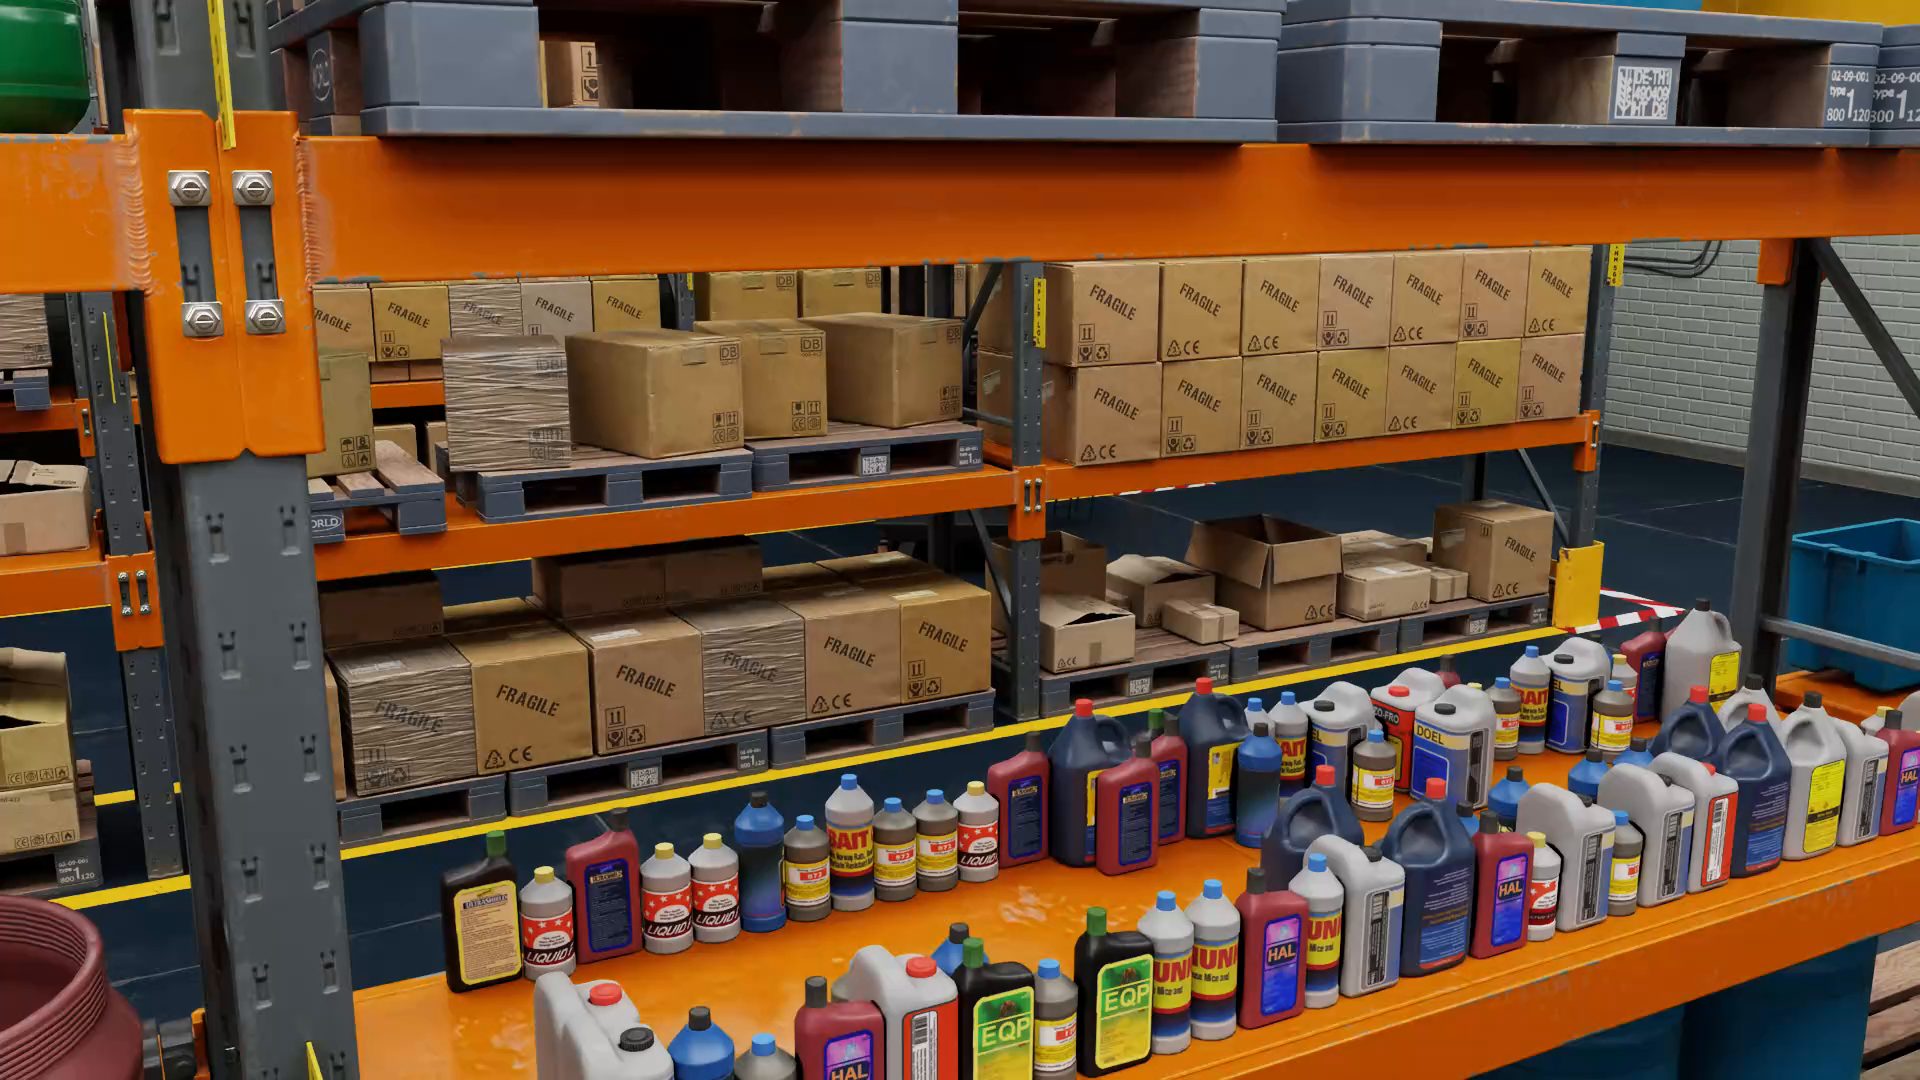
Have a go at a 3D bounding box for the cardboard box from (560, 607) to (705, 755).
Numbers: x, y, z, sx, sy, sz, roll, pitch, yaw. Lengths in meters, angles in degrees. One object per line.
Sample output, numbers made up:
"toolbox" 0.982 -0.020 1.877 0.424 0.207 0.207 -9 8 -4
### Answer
"cardboard box" -1.506 0.637 7.639 0.500 0.500 0.500 -7 15 -30

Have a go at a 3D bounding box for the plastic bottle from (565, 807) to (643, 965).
"plastic bottle" -0.675 0.651 3.149 0.133 0.283 0.061 -7 14 -28

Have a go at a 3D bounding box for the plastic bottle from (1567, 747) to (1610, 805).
"plastic bottle" 1.335 0.573 3.525 0.097 0.271 0.097 0 13 0

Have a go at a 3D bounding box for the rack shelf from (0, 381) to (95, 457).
"rack shelf" -7.530 -0.604 10.101 4.000 0.370 1.077 -7 14 -28

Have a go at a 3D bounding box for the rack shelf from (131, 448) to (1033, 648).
"rack shelf" -1.642 -0.071 7.731 4.000 0.370 1.077 -7 14 -28

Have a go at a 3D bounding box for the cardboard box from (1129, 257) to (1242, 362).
"cardboard box" 1.114 -1.219 8.687 0.500 0.500 0.500 -7 15 -30

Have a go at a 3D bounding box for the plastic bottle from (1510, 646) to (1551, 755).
"plastic bottle" 1.458 0.406 4.265 0.097 0.271 0.097 0 13 0

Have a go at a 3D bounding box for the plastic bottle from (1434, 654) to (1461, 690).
"plastic bottle" 1.177 0.429 4.135 0.133 0.283 0.061 -7 14 -28

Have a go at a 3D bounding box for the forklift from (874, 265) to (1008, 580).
"forklift" -0.030 -1.293 11.677 1.130 2.935 3.031 1 13 3

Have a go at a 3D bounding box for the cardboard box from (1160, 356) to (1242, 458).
"cardboard box" 1.139 -0.737 8.823 0.500 0.500 0.500 -7 14 -27

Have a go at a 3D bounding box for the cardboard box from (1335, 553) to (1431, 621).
"cardboard box" 2.417 0.273 9.827 0.500 0.250 0.500 -7 14 -28

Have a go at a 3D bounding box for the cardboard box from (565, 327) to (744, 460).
"cardboard box" -1.408 -0.688 7.651 0.500 0.500 0.700 -12 17 -42

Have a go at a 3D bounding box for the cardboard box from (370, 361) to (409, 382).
"cardboard box" -4.034 -1.206 11.664 0.250 0.149 0.380 -7 14 -28

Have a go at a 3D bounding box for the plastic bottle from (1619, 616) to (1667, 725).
"plastic bottle" 1.840 0.350 4.488 0.133 0.283 0.061 -7 14 -28

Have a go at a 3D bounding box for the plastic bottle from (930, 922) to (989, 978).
"plastic bottle" -0.001 0.756 2.712 0.097 0.271 0.097 0 13 0

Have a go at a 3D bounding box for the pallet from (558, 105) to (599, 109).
"pallet" -1.402 -1.839 7.546 1.003 0.211 1.213 -7 14 -28

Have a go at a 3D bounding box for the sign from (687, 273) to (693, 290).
"sign" -1.995 -2.009 12.248 0.005 0.325 0.100 -7 14 -28

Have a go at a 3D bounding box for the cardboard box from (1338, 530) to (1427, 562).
"cardboard box" 2.572 0.129 10.465 0.500 0.250 0.500 -7 14 -28

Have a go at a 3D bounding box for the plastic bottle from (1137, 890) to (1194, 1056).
"plastic bottle" 0.348 0.729 2.830 0.097 0.271 0.097 0 13 0

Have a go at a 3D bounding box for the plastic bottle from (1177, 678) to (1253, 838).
"plastic bottle" 0.565 0.480 3.755 0.185 0.351 0.144 -7 14 -28

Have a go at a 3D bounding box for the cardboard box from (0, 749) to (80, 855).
"cardboard box" -3.743 1.027 6.518 0.500 0.250 0.500 -6 14 -27

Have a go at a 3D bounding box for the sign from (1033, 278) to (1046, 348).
"sign" 0.382 -1.091 7.986 0.005 0.325 0.100 -7 14 -28

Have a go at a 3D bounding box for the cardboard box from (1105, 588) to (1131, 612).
"cardboard box" 0.778 0.378 9.587 0.250 0.149 0.380 -7 14 -28

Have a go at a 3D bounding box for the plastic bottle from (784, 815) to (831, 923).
"plastic bottle" -0.308 0.652 3.332 0.097 0.201 0.097 0 13 0

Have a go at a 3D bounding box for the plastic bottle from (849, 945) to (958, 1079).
"plastic bottle" -0.087 0.772 2.629 0.135 0.276 0.152 -7 14 -28

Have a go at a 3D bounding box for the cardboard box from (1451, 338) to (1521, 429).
"cardboard box" 2.908 -0.947 9.758 0.500 0.500 0.500 -7 14 -27

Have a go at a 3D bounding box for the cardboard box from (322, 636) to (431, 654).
"cardboard box" -2.689 0.650 7.581 0.500 0.500 0.500 -6 14 -26

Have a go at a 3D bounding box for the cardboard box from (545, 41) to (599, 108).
"cardboard box" -1.534 -2.218 7.391 0.600 0.600 0.600 -7 15 -30

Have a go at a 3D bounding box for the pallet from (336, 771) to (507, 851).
"pallet" -2.724 1.078 7.340 1.213 0.211 1.003 -7 14 -28

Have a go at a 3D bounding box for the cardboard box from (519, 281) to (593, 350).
"cardboard box" -2.991 -1.637 12.102 0.500 0.500 0.500 -7 14 -27

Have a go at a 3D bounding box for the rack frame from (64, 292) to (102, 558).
"rack frame" -5.775 -1.166 10.957 0.127 3.000 1.000 -7 14 -28

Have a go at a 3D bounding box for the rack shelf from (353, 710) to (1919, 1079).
"rack shelf" 0.728 0.884 3.487 4.000 0.370 1.077 -7 14 -28

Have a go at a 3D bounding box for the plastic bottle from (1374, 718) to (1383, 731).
"plastic bottle" 0.967 0.499 4.011 0.097 0.201 0.097 0 13 0

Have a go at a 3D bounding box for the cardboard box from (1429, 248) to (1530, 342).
"cardboard box" 2.922 -1.437 9.655 0.500 0.500 0.500 -6 14 -26

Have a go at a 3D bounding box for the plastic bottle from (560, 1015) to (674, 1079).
"plastic bottle" -0.493 0.821 2.413 0.135 0.276 0.152 -7 14 -28

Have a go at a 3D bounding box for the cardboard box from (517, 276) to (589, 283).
"cardboard box" -3.005 -2.006 12.030 0.500 0.250 0.500 -6 14 -27

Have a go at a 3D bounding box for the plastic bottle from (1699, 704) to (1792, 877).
"plastic bottle" 1.671 0.526 3.552 0.185 0.351 0.144 -7 14 -28

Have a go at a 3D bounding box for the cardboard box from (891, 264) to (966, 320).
"cardboard box" -0.503 -1.941 13.719 0.700 0.700 0.980 -8 15 -31

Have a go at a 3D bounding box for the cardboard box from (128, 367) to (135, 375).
"cardboard box" -5.226 -1.371 10.919 0.500 0.500 0.500 -6 14 -26

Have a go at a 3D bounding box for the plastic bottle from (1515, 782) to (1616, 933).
"plastic bottle" 1.207 0.617 3.318 0.135 0.276 0.152 -7 14 -28

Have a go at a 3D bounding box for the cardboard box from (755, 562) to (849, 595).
"cardboard box" -0.891 0.435 8.536 0.500 0.500 0.500 -7 14 -27

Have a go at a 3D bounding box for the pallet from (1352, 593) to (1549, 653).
"pallet" 2.858 0.400 10.354 1.213 0.211 1.003 -7 14 -28

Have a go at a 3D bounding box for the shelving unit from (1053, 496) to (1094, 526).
"shelving unit" 0.947 -0.714 13.011 0.258 1.200 0.189 -8 25 -33

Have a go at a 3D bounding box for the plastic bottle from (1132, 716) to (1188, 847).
"plastic bottle" 0.435 0.534 3.672 0.133 0.283 0.061 -7 14 -28

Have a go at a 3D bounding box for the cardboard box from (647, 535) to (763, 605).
"cardboard box" -1.306 0.116 8.246 0.500 0.250 0.500 -7 14 -28

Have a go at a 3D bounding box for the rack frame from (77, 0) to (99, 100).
"rack frame" -3.398 -3.138 6.058 0.127 3.000 1.000 -7 14 -28

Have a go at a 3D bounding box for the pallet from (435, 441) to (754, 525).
"pallet" -1.693 -0.323 7.651 1.213 0.211 1.003 -7 14 -28

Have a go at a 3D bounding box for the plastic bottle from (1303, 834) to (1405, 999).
"plastic bottle" 0.724 0.675 3.061 0.135 0.276 0.152 -7 14 -28

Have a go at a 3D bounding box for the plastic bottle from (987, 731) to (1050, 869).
"plastic bottle" 0.126 0.555 3.575 0.133 0.283 0.061 -7 14 -28

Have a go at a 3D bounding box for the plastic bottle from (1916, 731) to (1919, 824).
"plastic bottle" 2.203 0.541 3.826 0.097 0.201 0.097 0 13 0

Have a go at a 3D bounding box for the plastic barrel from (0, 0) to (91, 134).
"plastic barrel" -1.220 -0.608 2.002 0.294 0.245 0.294 0 13 0

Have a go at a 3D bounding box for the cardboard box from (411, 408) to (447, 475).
"cardboard box" -3.551 -0.555 12.184 0.750 0.750 0.750 -6 14 -26

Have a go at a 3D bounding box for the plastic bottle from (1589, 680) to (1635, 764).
"plastic bottle" 1.649 0.455 4.206 0.097 0.201 0.097 0 13 0

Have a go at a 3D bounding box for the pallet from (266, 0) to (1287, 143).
"pallet" -0.310 -0.689 2.439 1.213 0.211 1.003 -7 14 -28
